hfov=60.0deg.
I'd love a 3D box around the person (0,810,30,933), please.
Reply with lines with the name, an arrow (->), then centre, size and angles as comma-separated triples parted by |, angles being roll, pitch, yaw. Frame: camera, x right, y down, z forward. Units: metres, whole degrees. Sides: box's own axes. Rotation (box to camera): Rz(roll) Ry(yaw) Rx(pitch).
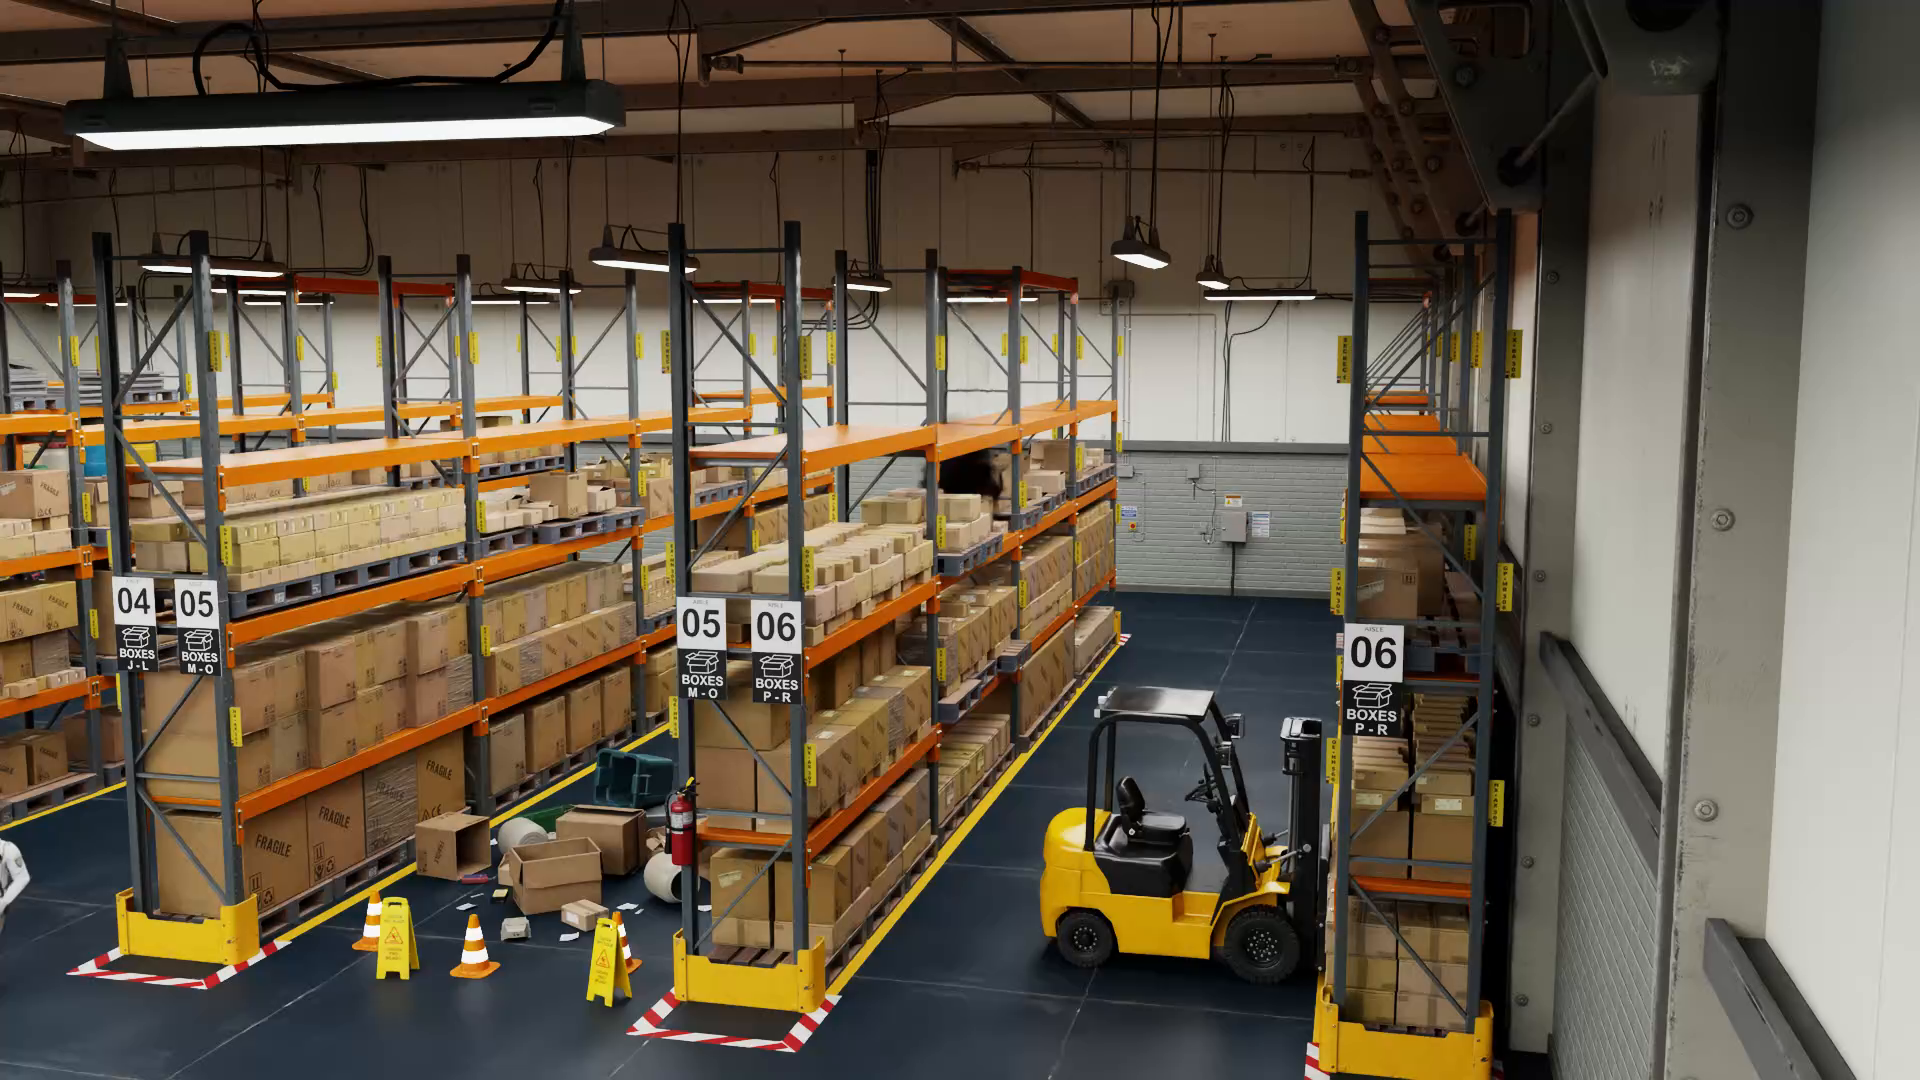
person -> -7.460, 2.834, 12.704 | 0.655, 1.669, 0.665 | -2, 7, -17
